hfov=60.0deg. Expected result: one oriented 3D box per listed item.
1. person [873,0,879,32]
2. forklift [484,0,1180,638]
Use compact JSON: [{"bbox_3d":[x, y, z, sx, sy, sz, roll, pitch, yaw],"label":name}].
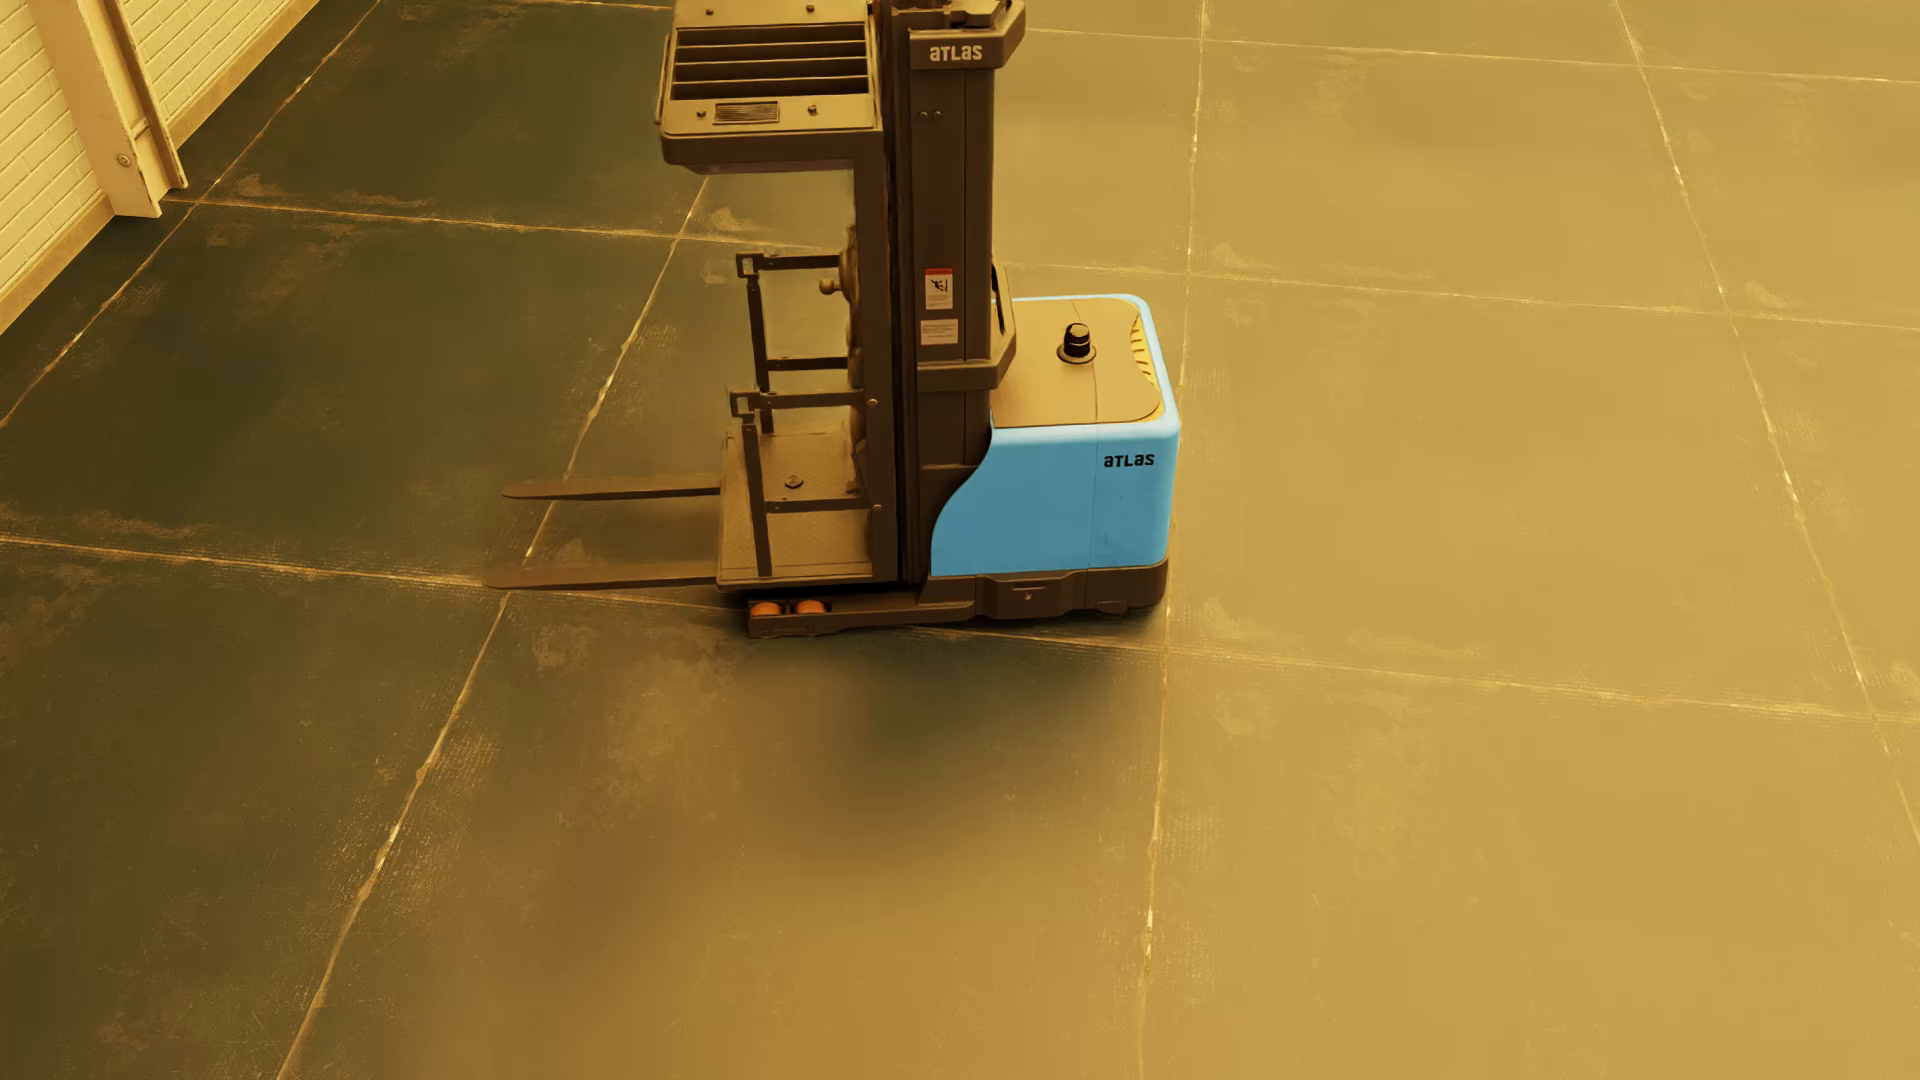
[{"bbox_3d":[-0.225,-4.099,11.222,0.600,1.690,1.219,26,49,26],"label":"person"},{"bbox_3d":[-0.615,-1.013,6.827,3.031,2.935,1.130,-3,43,-3],"label":"forklift"}]
